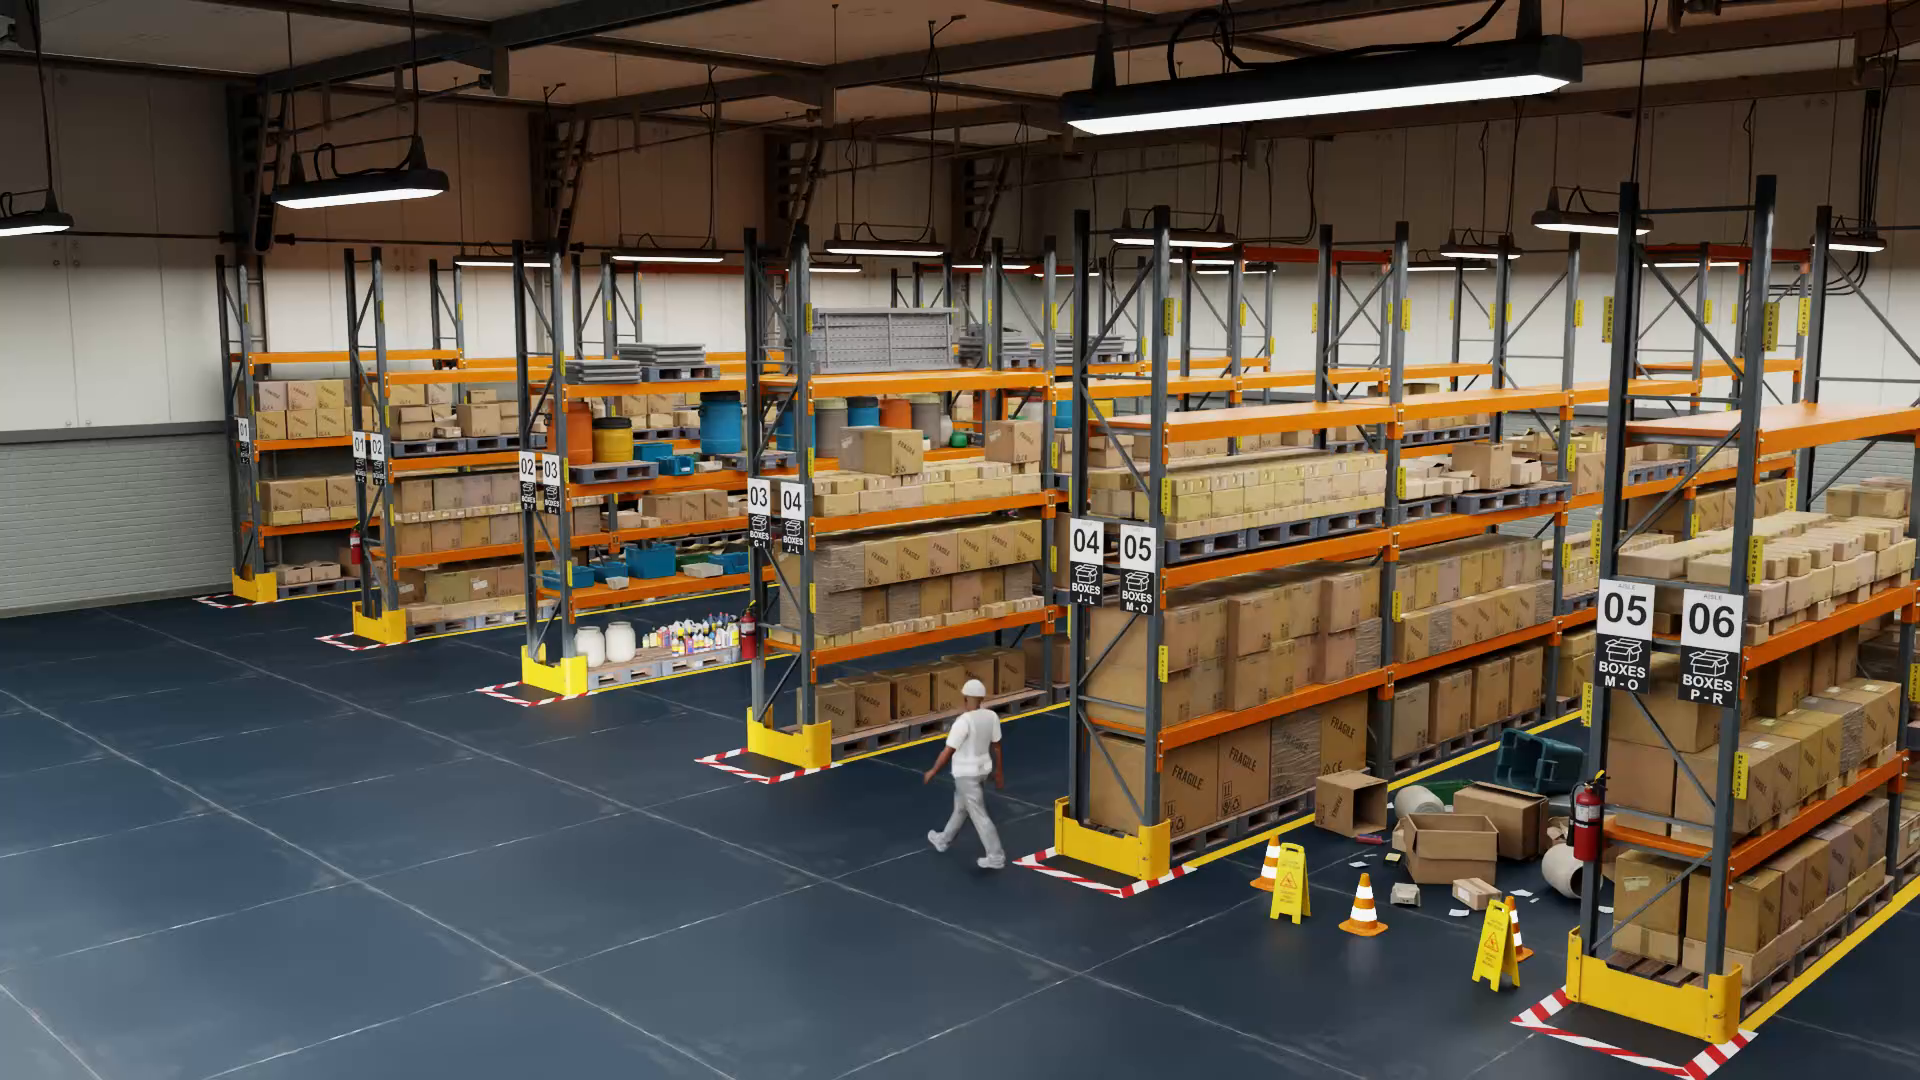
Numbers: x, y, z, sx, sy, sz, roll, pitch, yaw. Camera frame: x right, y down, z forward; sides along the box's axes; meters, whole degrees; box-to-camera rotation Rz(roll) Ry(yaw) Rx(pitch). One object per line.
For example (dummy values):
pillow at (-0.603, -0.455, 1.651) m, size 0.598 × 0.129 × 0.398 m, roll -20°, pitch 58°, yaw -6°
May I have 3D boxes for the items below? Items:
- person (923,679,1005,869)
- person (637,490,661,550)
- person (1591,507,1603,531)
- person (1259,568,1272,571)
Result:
person at (0.013, 2.128, 15.355) m, size 1.003 × 1.709 × 0.625 m, roll 5°, pitch 10°, yaw 33°
person at (-6.132, -0.289, 32.994) m, size 0.565 × 1.628 × 0.425 m, roll -2°, pitch 8°, yaw -11°
person at (11.373, 0.211, 29.363) m, size 0.929 × 1.623 × 0.549 m, roll -7°, pitch 11°, yaw -40°
person at (4.018, 1.123, 22.303) m, size 0.545 × 1.784 × 0.587 m, roll -3°, pitch 9°, yaw -22°
